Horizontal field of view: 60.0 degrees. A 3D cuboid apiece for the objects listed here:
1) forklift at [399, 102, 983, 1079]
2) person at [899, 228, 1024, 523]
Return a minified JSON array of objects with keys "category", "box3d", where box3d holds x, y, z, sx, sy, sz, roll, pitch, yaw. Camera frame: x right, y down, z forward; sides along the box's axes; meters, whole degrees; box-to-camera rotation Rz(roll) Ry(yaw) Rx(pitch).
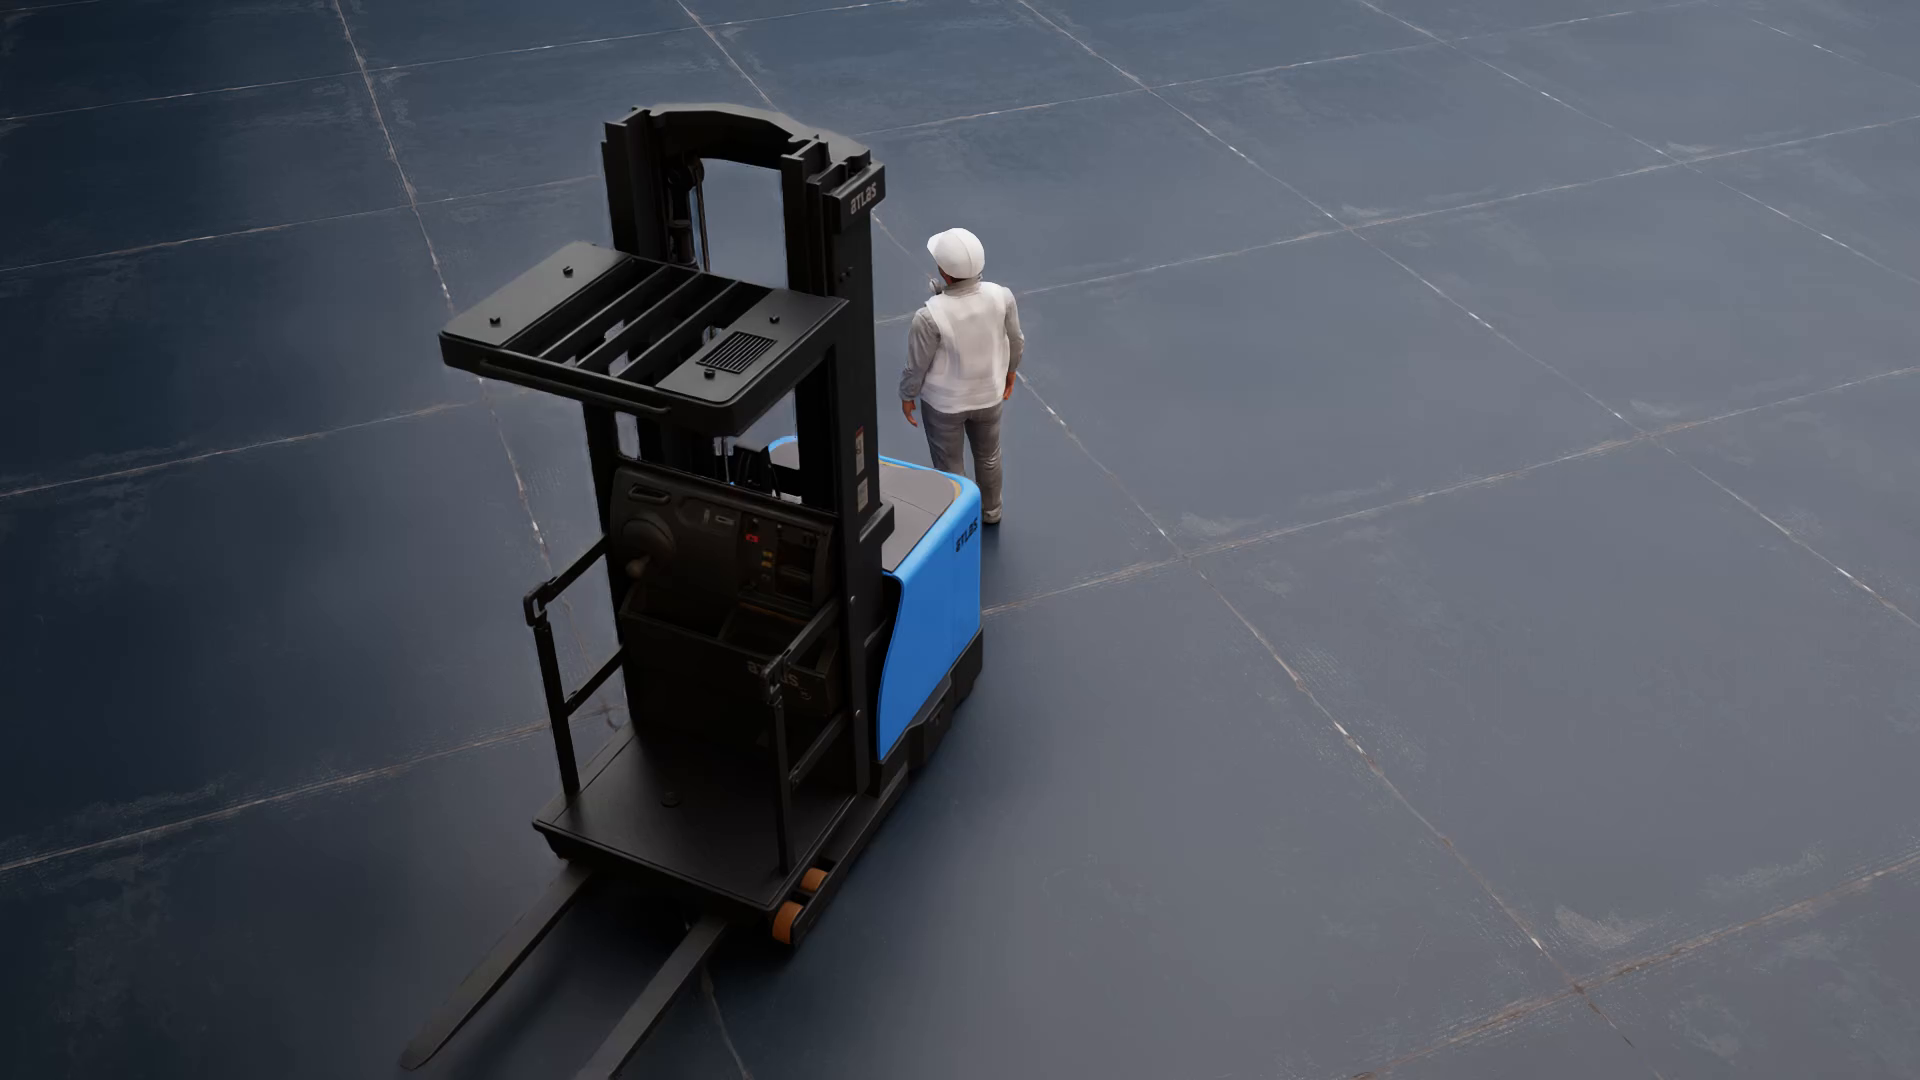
[{"category":"forklift","box3d":[-0.981,0.078,5.989,1.130,2.935,3.031,15,38,20]},{"category":"person","box3d":[-0.018,-0.764,8.159,0.633,1.775,0.566,-14,38,-19]}]
